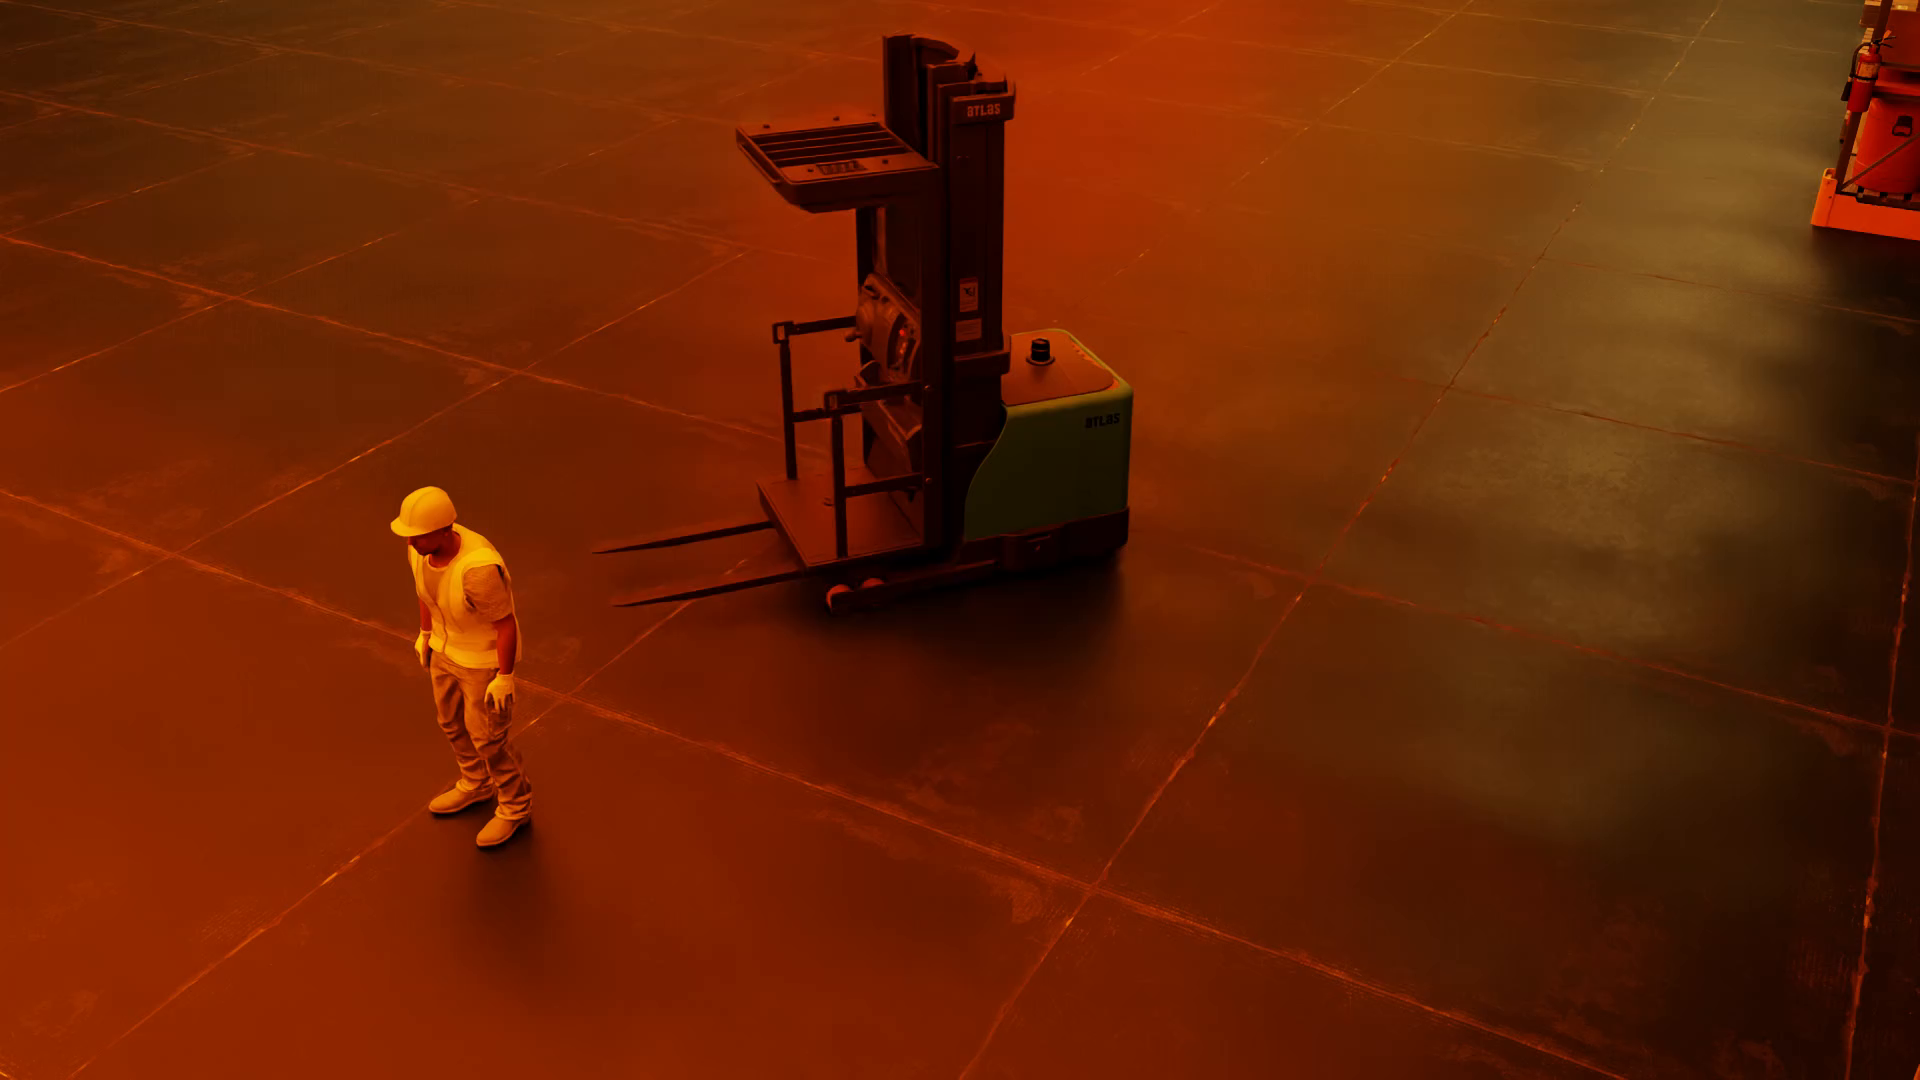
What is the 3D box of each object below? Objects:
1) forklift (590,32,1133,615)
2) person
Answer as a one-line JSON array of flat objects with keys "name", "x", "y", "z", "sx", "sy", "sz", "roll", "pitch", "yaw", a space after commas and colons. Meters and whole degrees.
[{"name": "forklift", "x": -0.580, "y": -1.151, "z": 9.065, "sx": 3.031, "sy": 2.935, "sz": 1.130, "roll": -11, "pitch": 32, "yaw": -18}, {"name": "person", "x": -2.179, "y": 0.527, "z": 7.321, "sx": 0.616, "sy": 1.772, "sz": 0.453, "roll": 22, "pitch": 37, "yaw": 33}]
